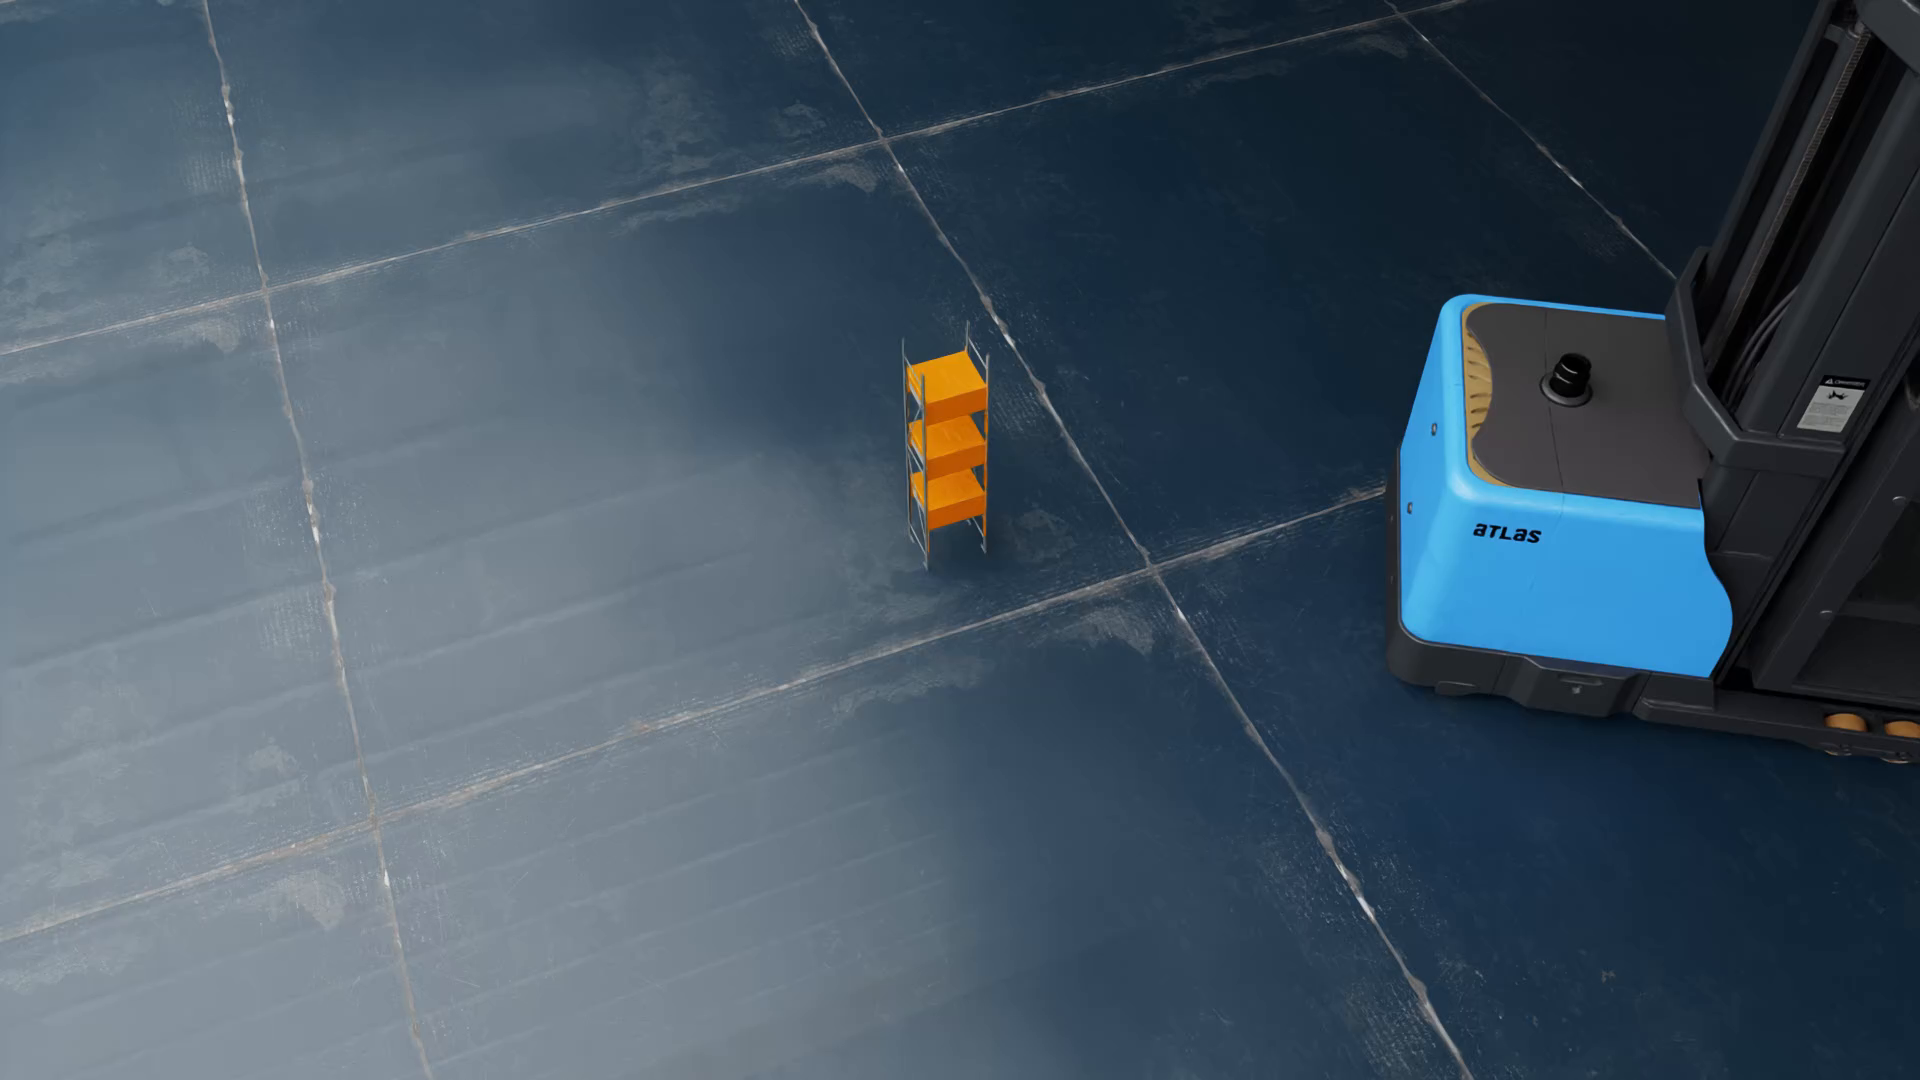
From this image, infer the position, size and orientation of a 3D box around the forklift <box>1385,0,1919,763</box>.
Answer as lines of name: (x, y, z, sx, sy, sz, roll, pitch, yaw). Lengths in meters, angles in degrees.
forklift: (3.129, -0.600, 5.174, 3.031, 2.935, 1.130, 7, 50, 6)

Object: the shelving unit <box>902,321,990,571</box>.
shelving unit: (-0.050, -0.327, 6.179, 0.252, 1.050, 0.215, -17, 52, -14)

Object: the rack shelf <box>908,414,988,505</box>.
rack shelf: (-0.050, -0.320, 6.187, 0.240, 0.259, 0.215, -17, 52, -14)

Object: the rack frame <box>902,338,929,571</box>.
rack frame: (-0.162, -0.292, 6.149, 0.008, 1.050, 0.200, -17, 52, -14)

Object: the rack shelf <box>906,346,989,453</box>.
rack shelf: (-0.050, -0.505, 5.972, 0.240, 0.259, 0.215, -17, 52, -14)

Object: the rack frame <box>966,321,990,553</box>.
rack frame: (0.063, -0.362, 6.209, 0.008, 1.050, 0.200, -17, 52, -14)

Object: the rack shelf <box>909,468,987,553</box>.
rack shelf: (-0.050, -0.139, 6.398, 0.240, 0.259, 0.215, -17, 52, -14)
